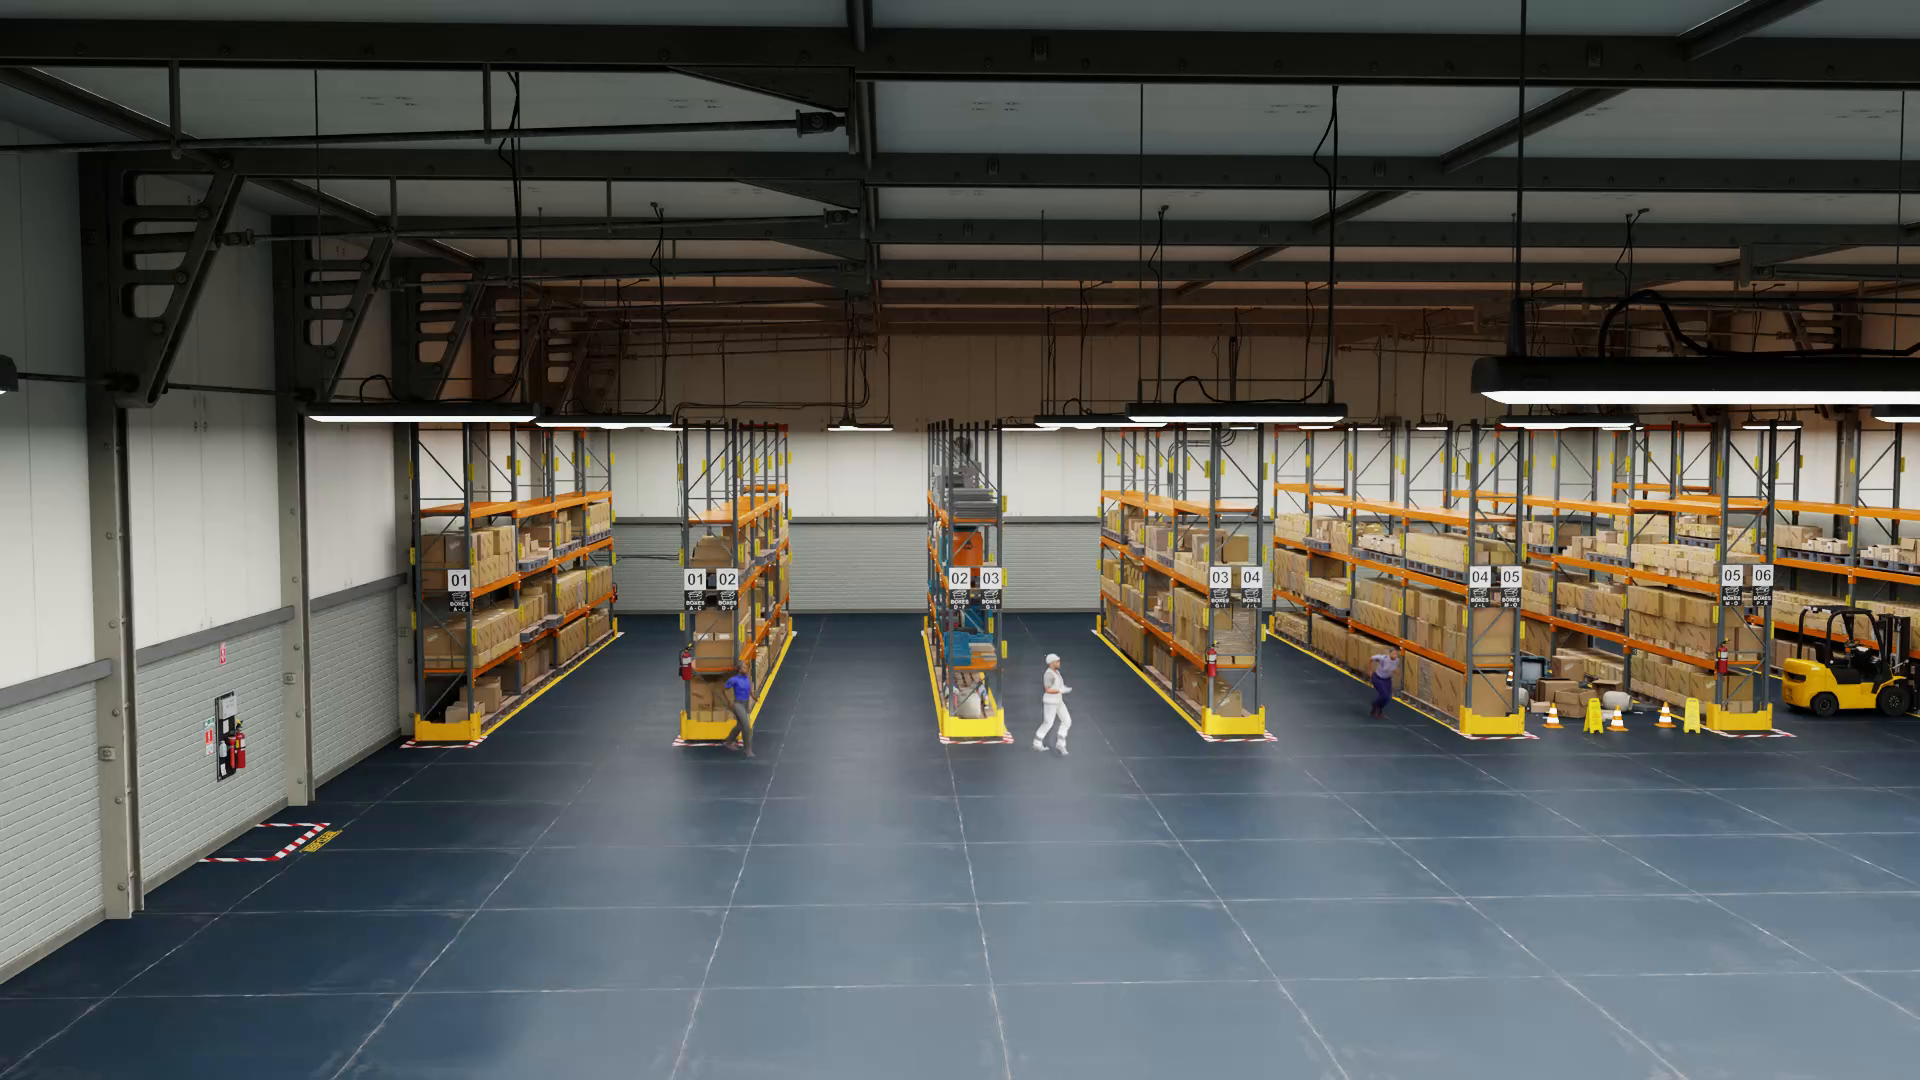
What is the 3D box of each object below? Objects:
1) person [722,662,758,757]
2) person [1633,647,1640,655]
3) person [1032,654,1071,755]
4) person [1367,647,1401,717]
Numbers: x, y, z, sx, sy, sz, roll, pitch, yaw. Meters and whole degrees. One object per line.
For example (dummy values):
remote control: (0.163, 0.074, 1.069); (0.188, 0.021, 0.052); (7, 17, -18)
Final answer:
person: (-3.927, 3.021, 29.629); (0.751, 1.717, 0.582); (2, 4, 27)
person: (16.531, 2.271, 40.203); (0.708, 1.795, 0.877); (0, 4, 0)
person: (1.658, 2.940, 29.587); (0.774, 1.841, 0.630); (2, 4, 26)
person: (8.465, 2.858, 33.292); (0.637, 1.467, 0.858); (-2, 4, -25)
